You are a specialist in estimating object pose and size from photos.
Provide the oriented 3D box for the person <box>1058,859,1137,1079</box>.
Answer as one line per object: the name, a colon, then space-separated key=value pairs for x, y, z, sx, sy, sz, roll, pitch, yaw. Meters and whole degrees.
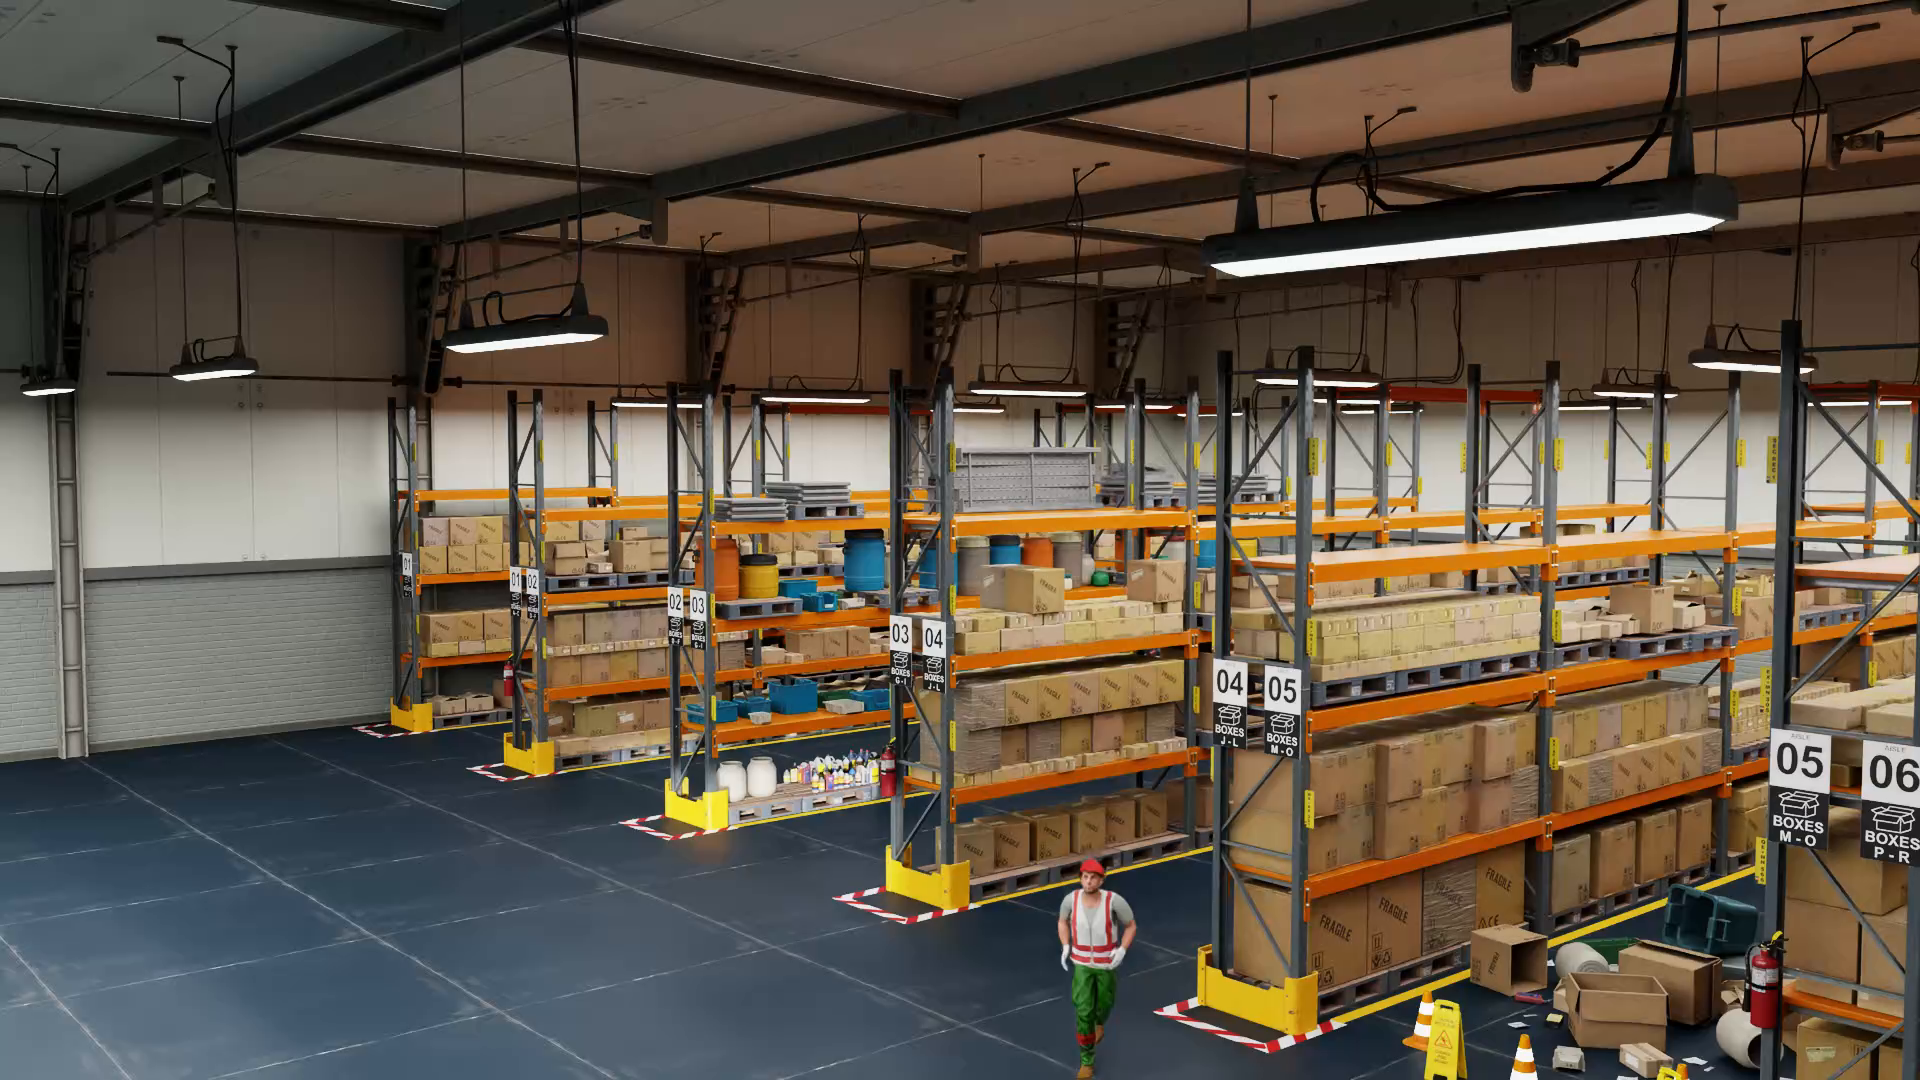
person: x=1.134 y=3.490 z=13.745 sx=0.658 sy=1.789 sz=0.742 roll=1 pitch=3 yaw=12
